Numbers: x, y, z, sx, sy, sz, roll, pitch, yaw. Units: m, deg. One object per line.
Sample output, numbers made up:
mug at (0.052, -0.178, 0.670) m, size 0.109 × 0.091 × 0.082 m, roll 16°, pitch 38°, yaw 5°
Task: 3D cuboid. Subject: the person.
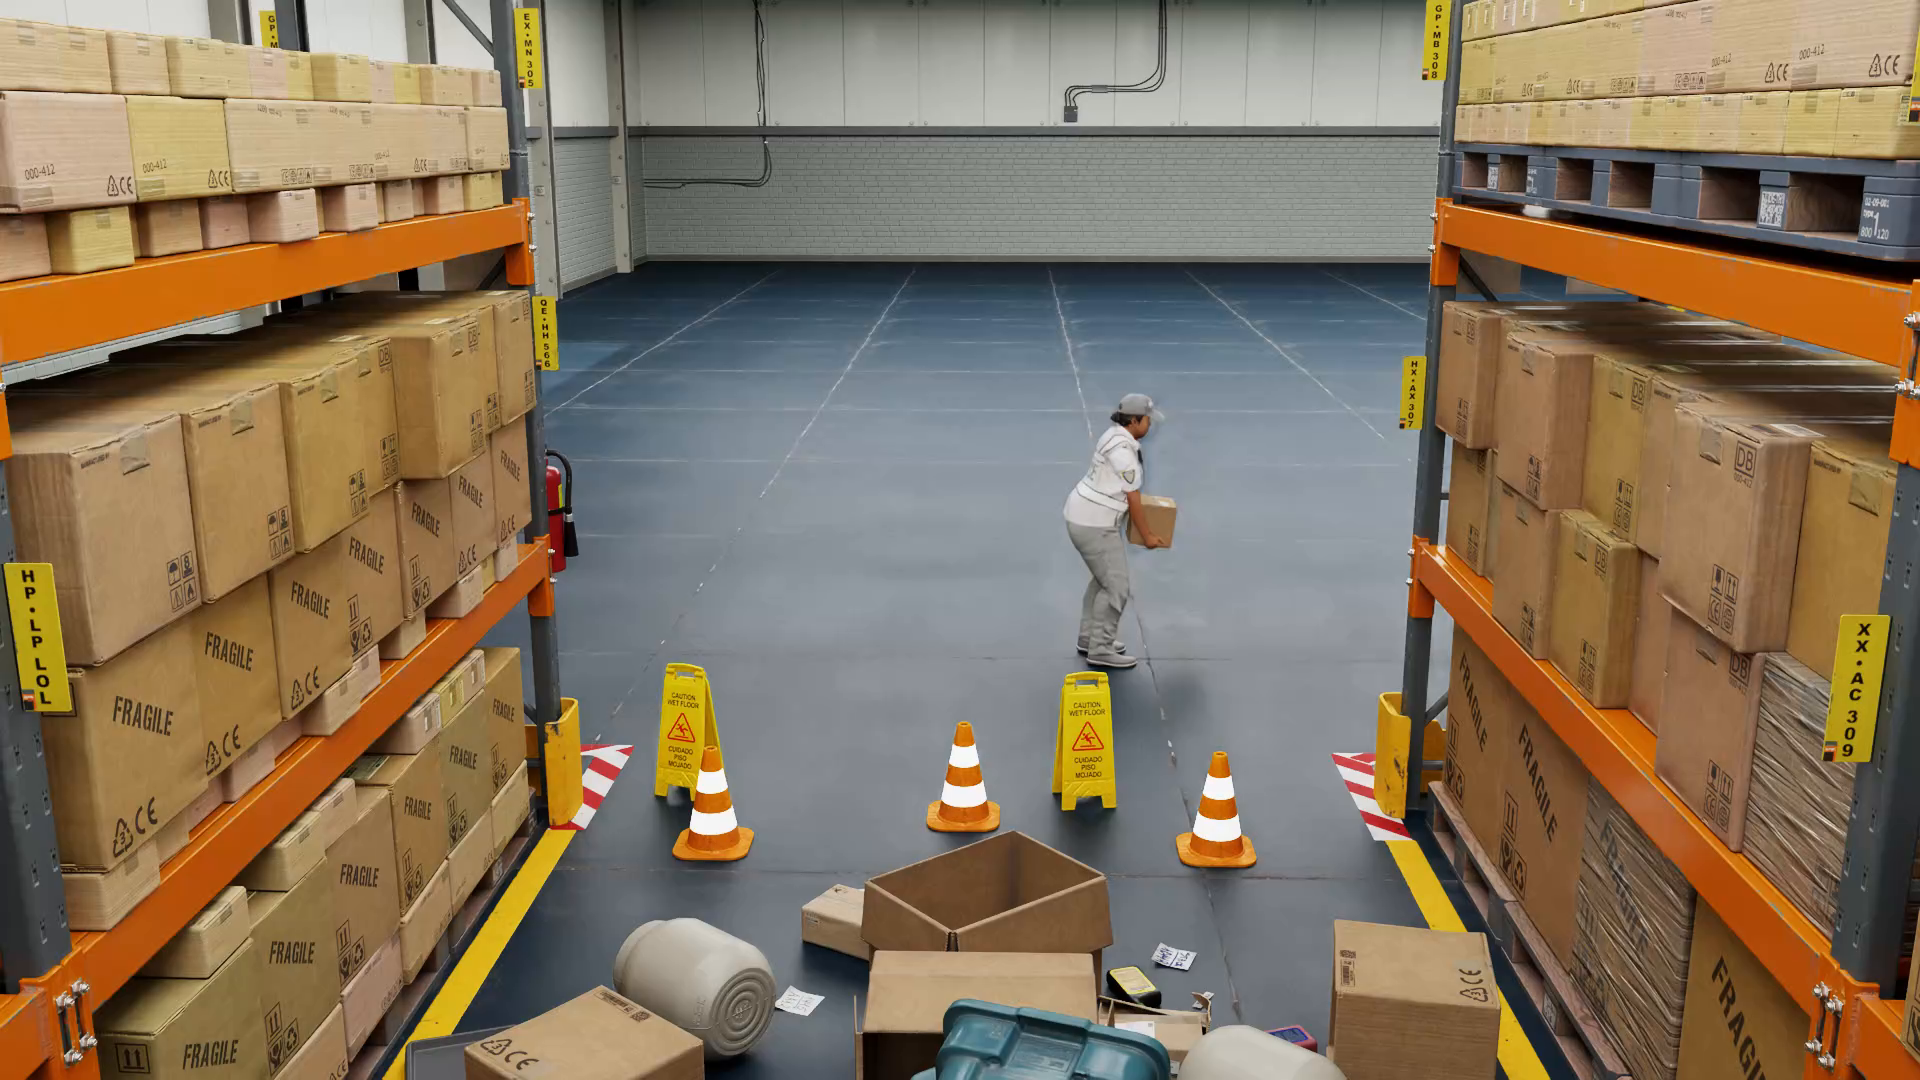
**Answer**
person at (0.910, -0.067, 9.870) m, size 0.593 × 1.623 × 0.452 m, roll 0°, pitch 14°, yaw 0°
